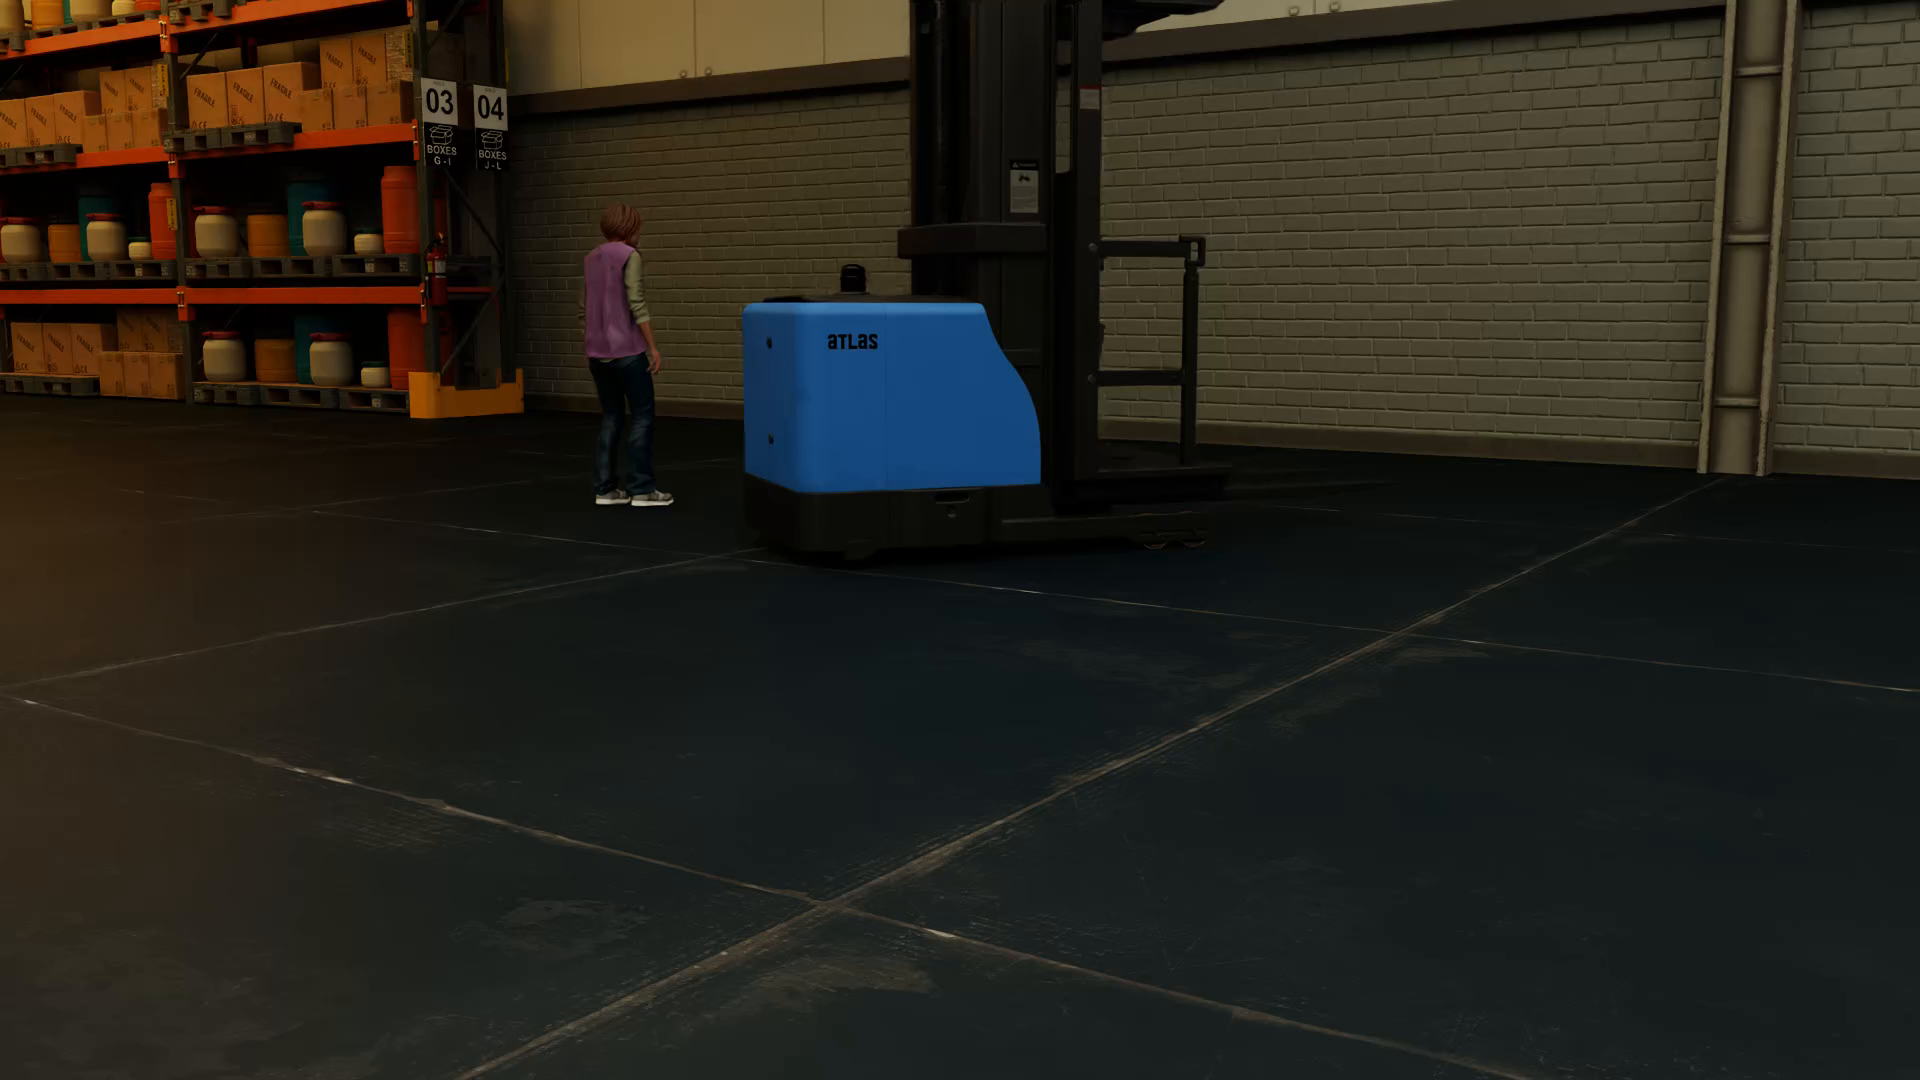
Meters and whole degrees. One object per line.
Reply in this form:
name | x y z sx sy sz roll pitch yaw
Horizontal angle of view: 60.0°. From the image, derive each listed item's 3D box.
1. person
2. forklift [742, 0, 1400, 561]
person | -1.782 -0.971 8.782 0.514 1.592 0.367 6 10 34
forklift | 0.579 -1.472 7.547 3.031 2.935 1.130 -3 9 -21
